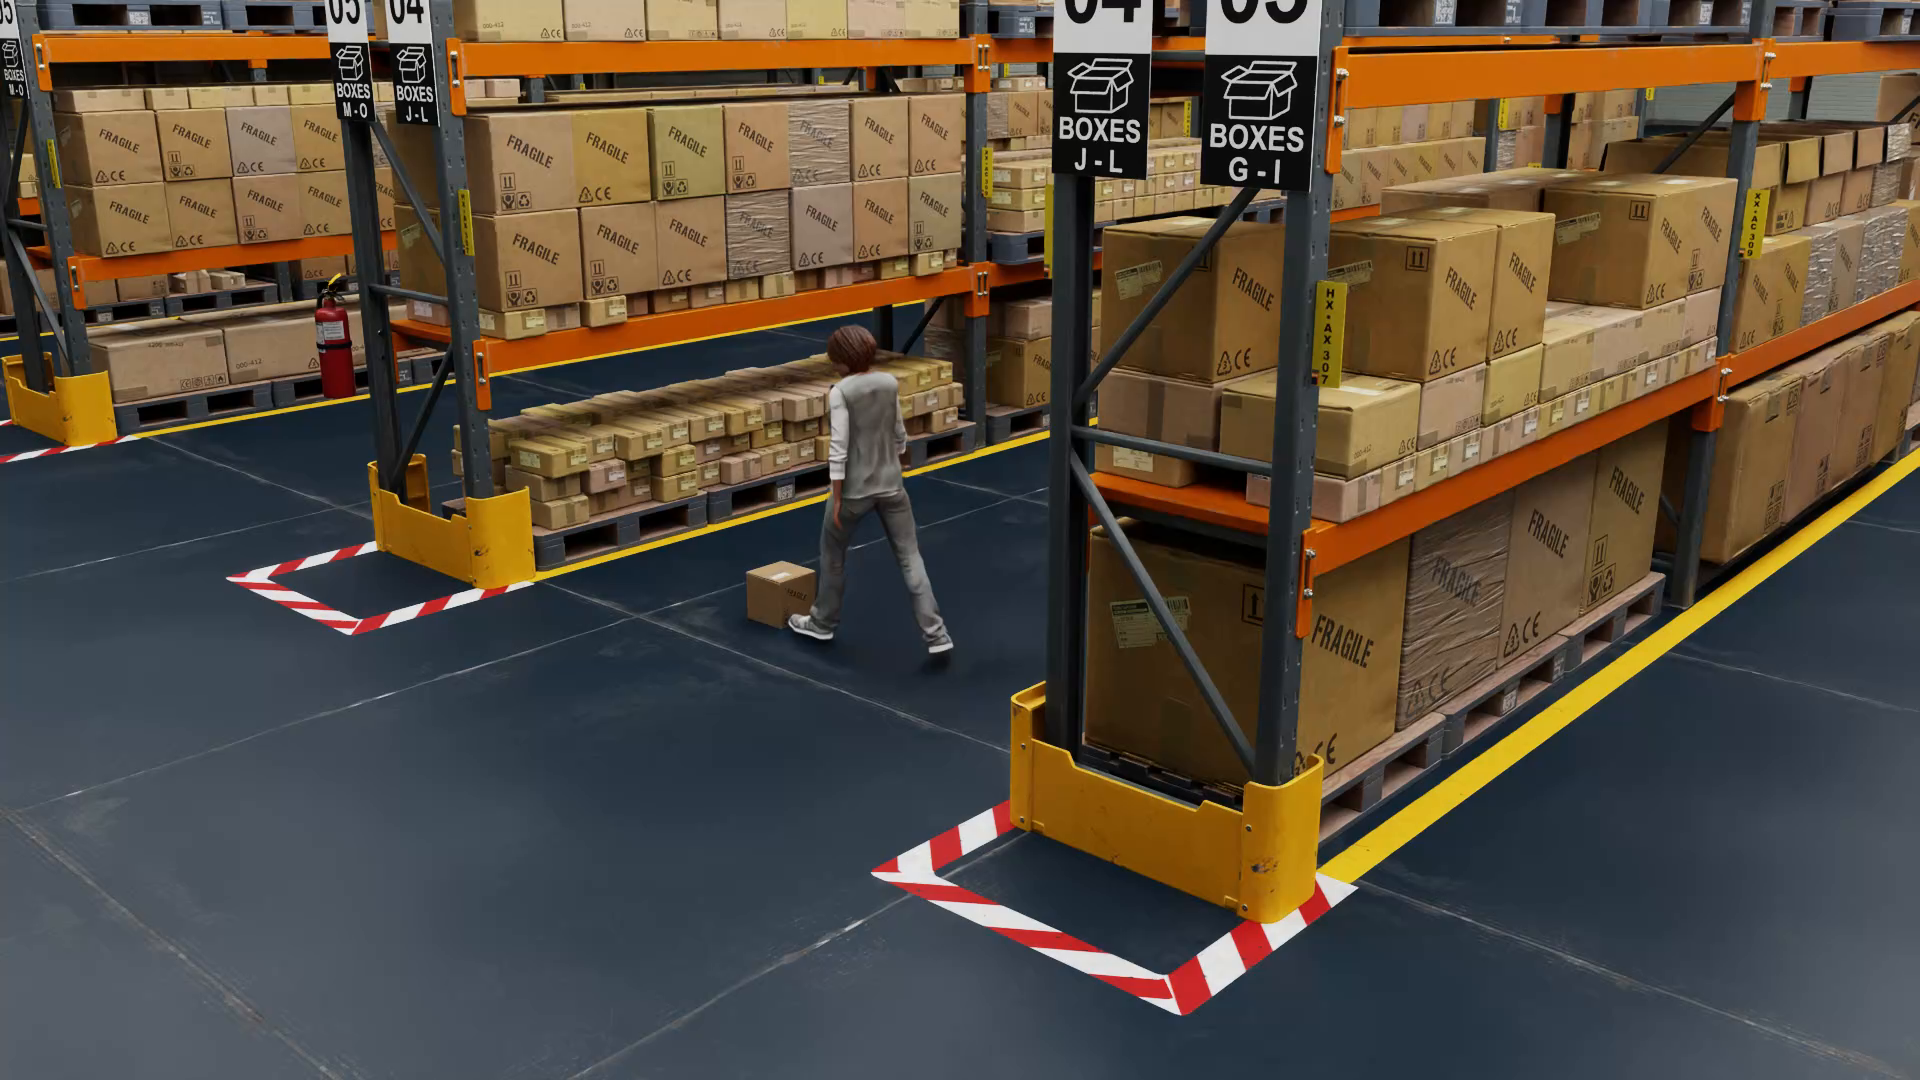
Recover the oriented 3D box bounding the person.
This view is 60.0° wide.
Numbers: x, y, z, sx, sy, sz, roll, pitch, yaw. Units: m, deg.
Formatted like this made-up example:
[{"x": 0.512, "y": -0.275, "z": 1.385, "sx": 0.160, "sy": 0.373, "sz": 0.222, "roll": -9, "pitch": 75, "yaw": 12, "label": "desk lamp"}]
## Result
[{"x": -0.407, "y": -0.123, "z": 7.855, "sx": 0.555, "sy": 1.313, "sz": 0.848, "roll": -10, "pitch": 20, "yaw": -30, "label": "person"}]
